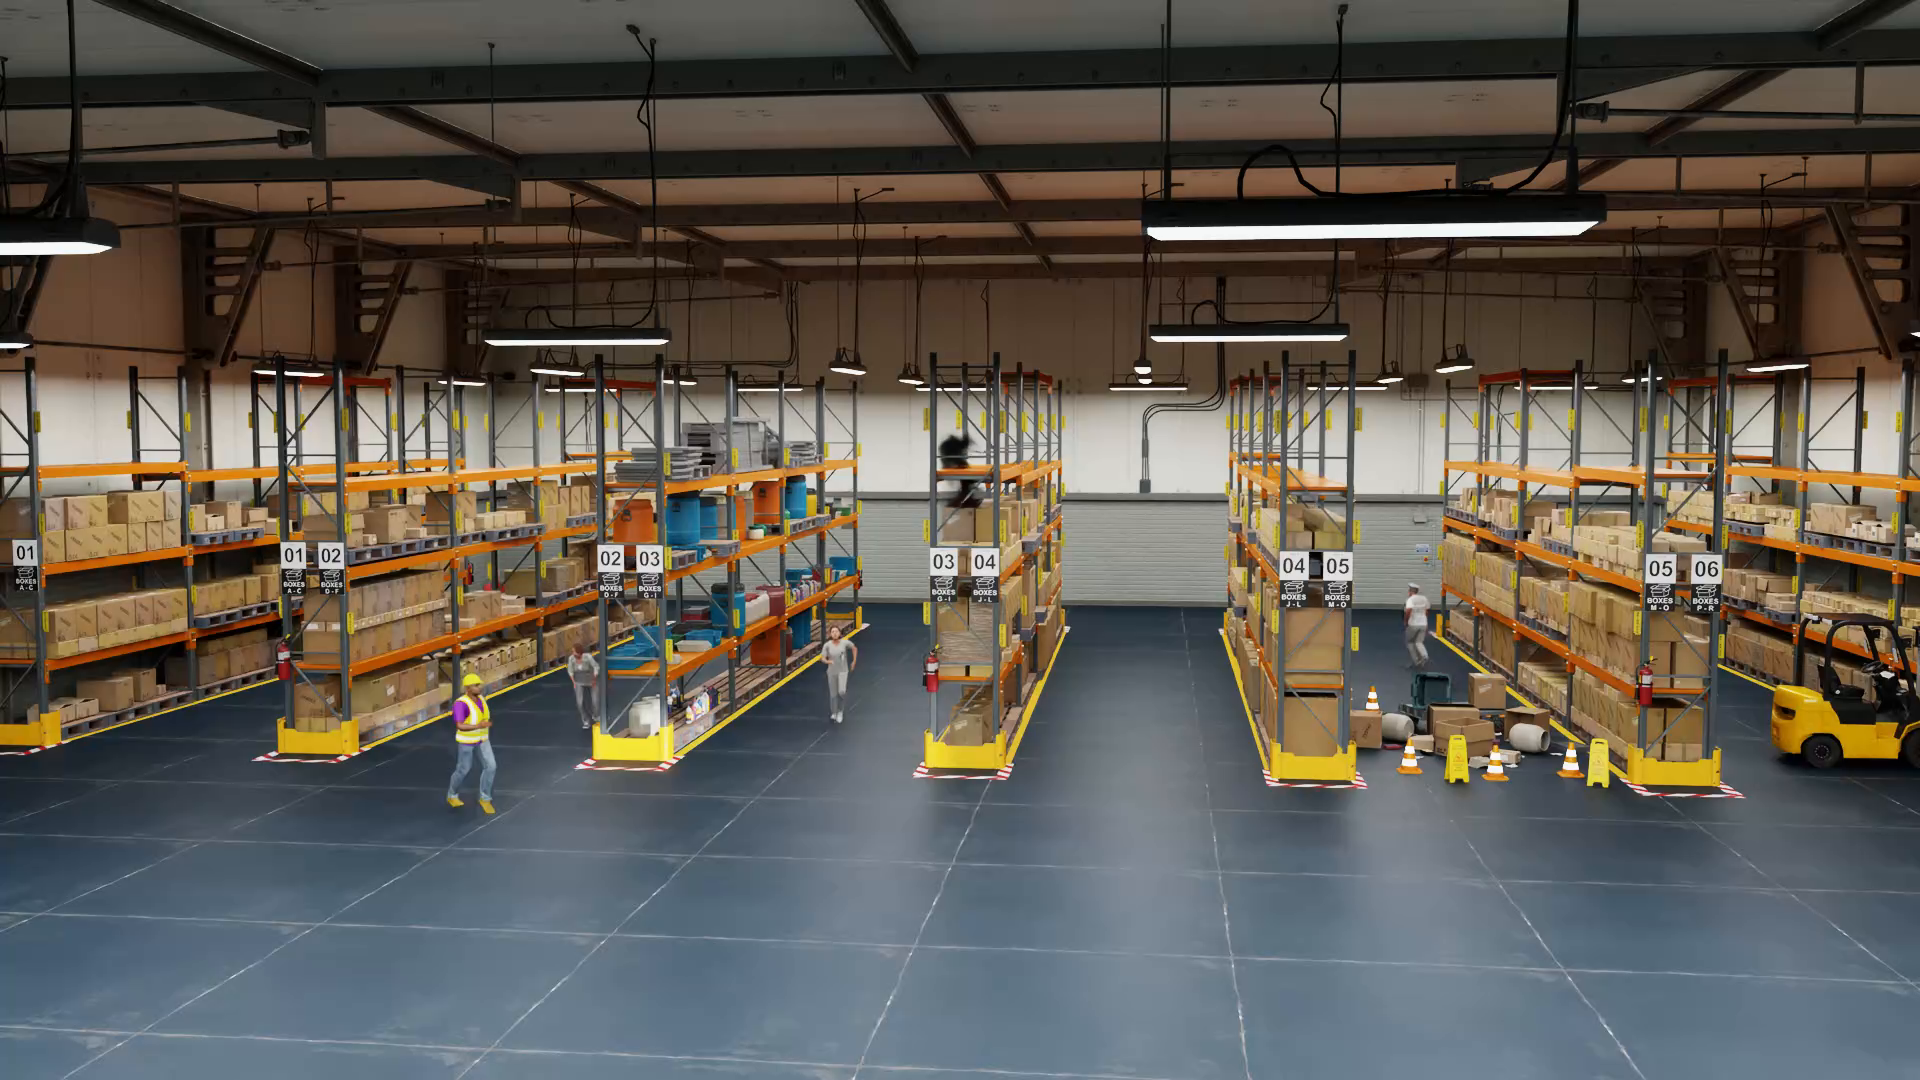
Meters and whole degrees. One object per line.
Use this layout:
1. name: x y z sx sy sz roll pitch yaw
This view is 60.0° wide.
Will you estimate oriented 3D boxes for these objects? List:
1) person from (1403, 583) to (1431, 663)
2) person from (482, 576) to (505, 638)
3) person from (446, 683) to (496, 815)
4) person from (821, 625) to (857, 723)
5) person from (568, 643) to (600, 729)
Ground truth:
1. person: 9.314 1.705 33.717 0.645 1.629 0.690 -1 4 -13
2. person: -10.249 1.567 36.493 0.658 1.699 0.654 0 4 2
3. person: -6.241 2.654 21.291 0.855 1.748 0.657 3 5 32
4. person: -2.008 2.213 27.547 0.565 1.619 0.816 0 4 3
5. person: -6.108 2.360 27.144 0.555 1.447 0.805 -1 4 -7
